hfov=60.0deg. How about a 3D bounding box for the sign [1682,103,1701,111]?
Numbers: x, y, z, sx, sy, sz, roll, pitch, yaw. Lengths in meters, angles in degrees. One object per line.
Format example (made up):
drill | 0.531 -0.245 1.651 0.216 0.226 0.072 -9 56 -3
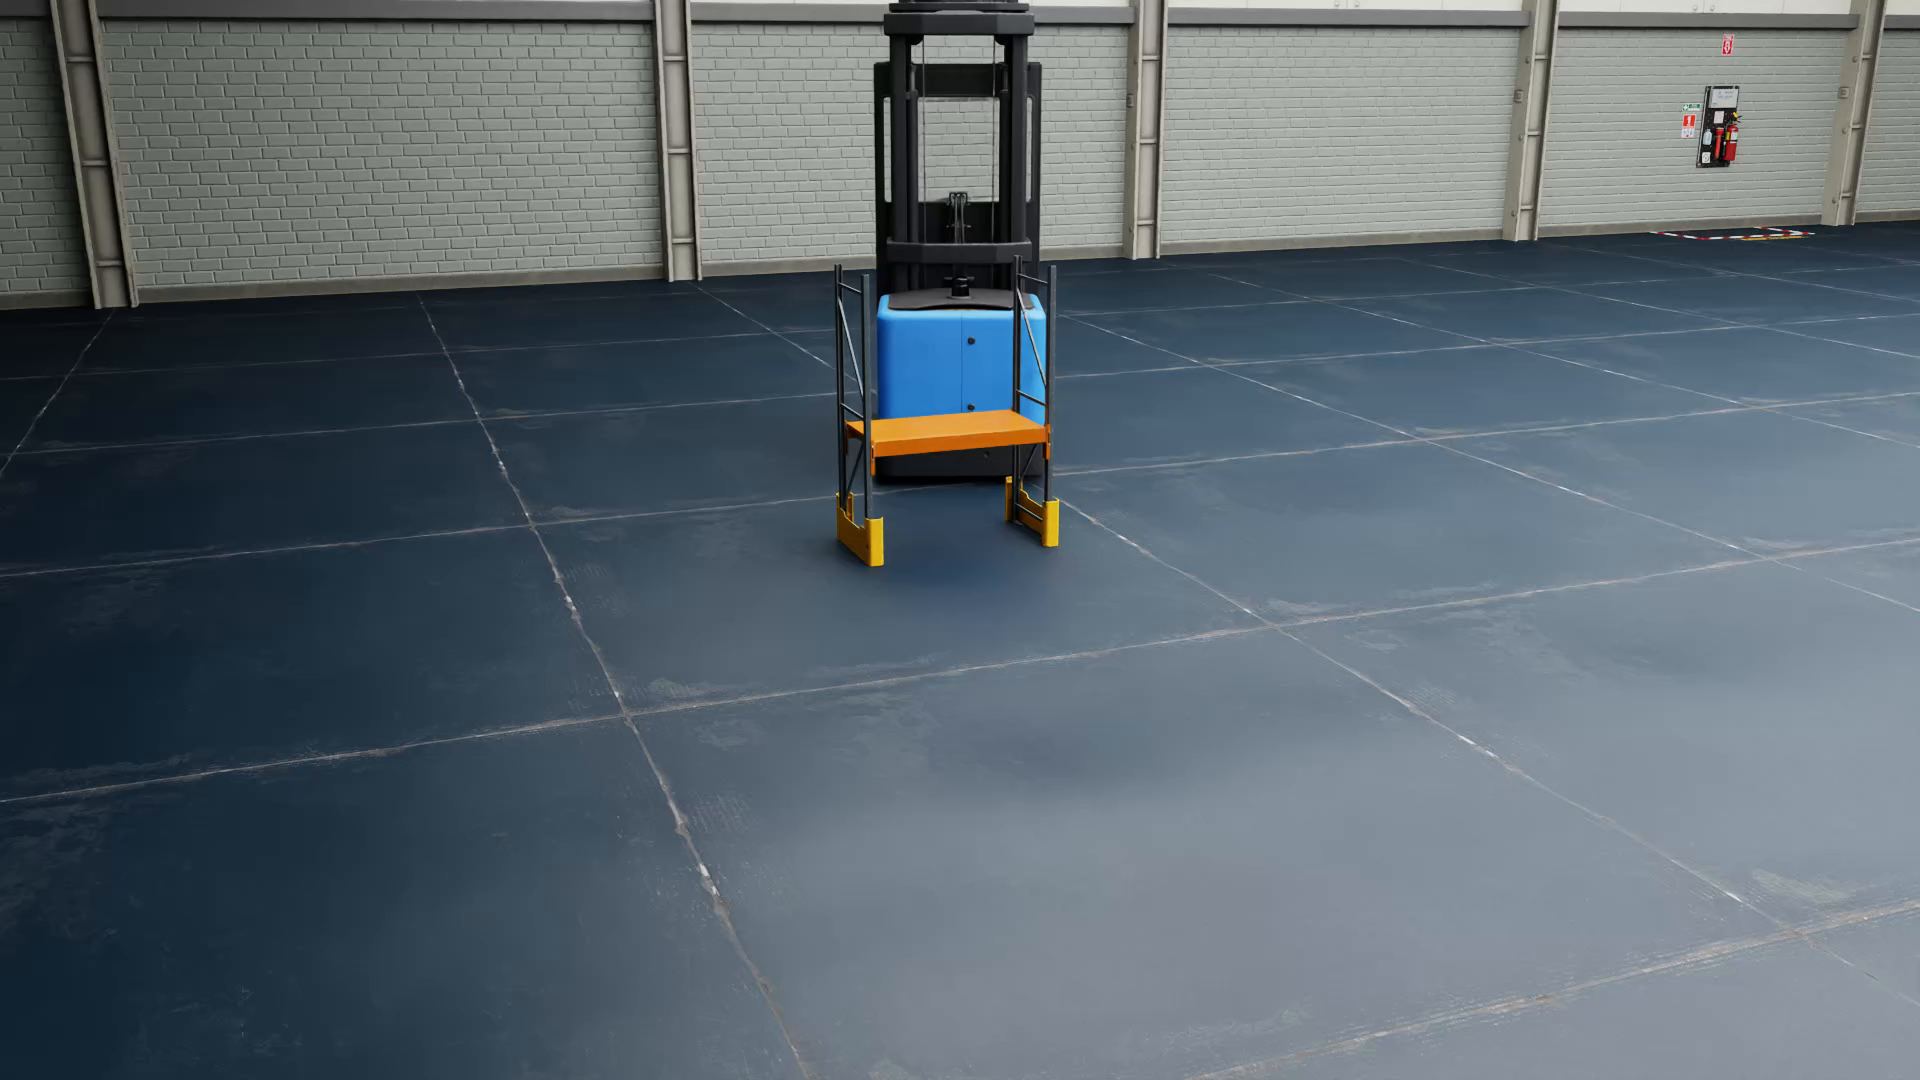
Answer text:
sign | 10.687 -6.320 24.294 0.331 0.109 0.001 -6 17 -20

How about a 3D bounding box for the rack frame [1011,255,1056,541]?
rack frame | 0.395 -0.762 9.032 0.032 1.500 0.500 -6 17 -20

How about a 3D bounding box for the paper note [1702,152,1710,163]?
paper note | 11.043 -5.657 24.603 0.142 0.148 0.016 -6 17 -20

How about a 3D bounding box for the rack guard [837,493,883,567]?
rack guard | -0.536 -0.062 8.866 0.087 0.250 0.587 -6 17 -20

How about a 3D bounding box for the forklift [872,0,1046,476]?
forklift | -0.021 -2.155 11.233 1.130 2.935 3.031 0 16 -1

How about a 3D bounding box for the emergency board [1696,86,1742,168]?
emergency board | 11.233 -6.080 24.477 0.643 1.169 0.194 -6 17 -20

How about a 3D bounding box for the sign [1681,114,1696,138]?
sign | 10.680 -6.068 24.375 0.234 0.329 0.001 -6 17 -20

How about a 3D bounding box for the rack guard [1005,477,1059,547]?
rack guard | 0.394 -0.162 9.208 0.087 0.250 0.587 -6 17 -20

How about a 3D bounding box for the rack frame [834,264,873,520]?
rack frame | -0.554 -0.660 8.683 0.032 1.500 0.500 -6 17 -20

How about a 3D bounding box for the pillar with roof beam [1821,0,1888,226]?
pillar with roof beam | 15.095 -8.064 20.589 0.400 9.000 9.100 -6 17 -20

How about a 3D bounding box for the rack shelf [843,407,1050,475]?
rack shelf | -0.080 -0.538 8.908 1.000 0.185 0.538 -6 17 -20

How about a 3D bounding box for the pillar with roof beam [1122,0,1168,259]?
pillar with roof beam | 3.889 -6.855 16.469 0.400 9.000 9.100 -6 17 -20

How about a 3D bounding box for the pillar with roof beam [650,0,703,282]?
pillar with roof beam | -1.713 -6.250 14.409 0.400 9.000 9.100 -6 17 -20

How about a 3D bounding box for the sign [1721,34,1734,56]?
sign | 11.190 -7.217 24.237 0.199 0.298 0.001 -6 17 -20

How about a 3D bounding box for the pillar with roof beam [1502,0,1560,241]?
pillar with roof beam | 9.492 -7.460 18.529 0.400 9.000 9.100 -6 17 -20

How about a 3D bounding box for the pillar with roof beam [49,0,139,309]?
pillar with roof beam | -7.316 -5.645 12.349 0.400 9.000 9.100 -6 17 -20

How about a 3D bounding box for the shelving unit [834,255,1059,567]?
shelving unit | -0.071 -0.712 8.861 1.083 1.500 0.587 -6 17 -20
